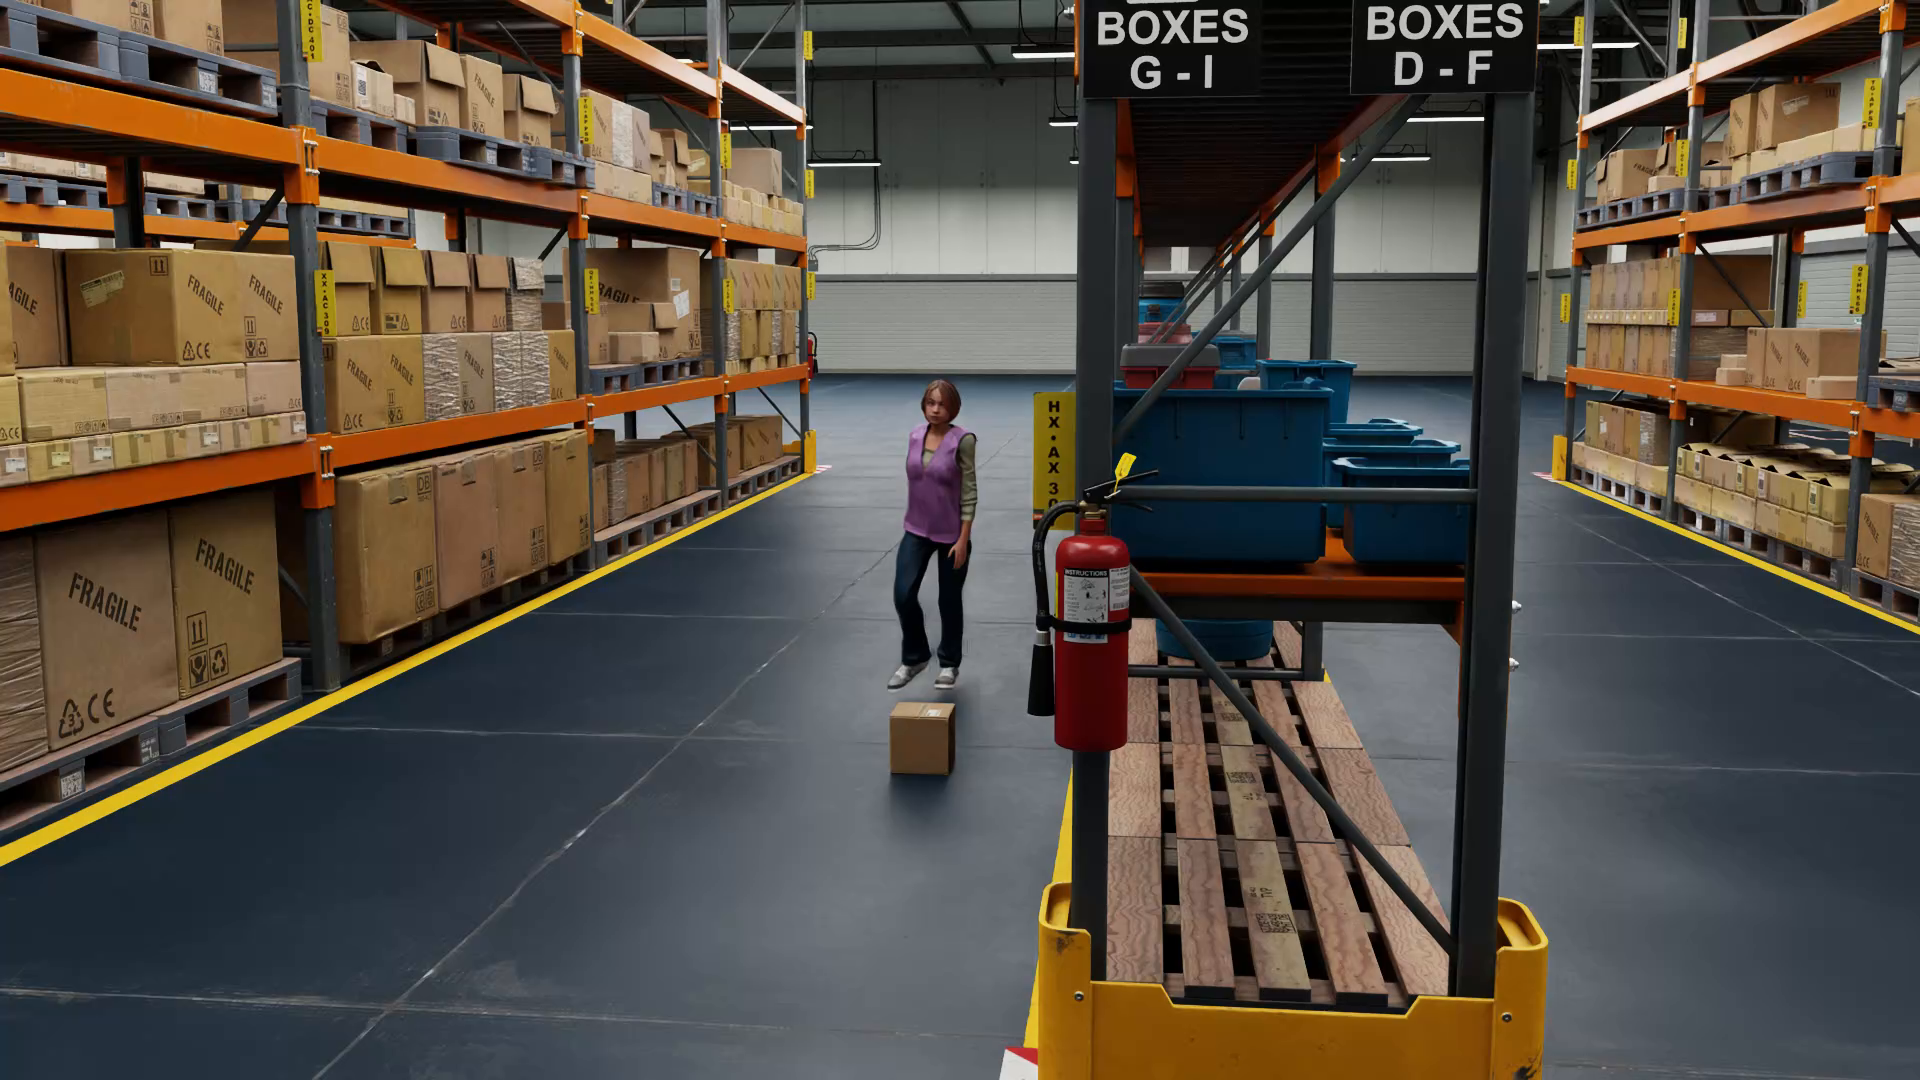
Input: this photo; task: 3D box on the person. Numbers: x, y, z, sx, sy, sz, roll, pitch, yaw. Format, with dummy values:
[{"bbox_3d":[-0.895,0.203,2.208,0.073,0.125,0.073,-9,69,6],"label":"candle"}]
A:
[{"bbox_3d":[-0.114,-0.018,8.317,0.482,1.581,0.506,3,8,19],"label":"person"}]
